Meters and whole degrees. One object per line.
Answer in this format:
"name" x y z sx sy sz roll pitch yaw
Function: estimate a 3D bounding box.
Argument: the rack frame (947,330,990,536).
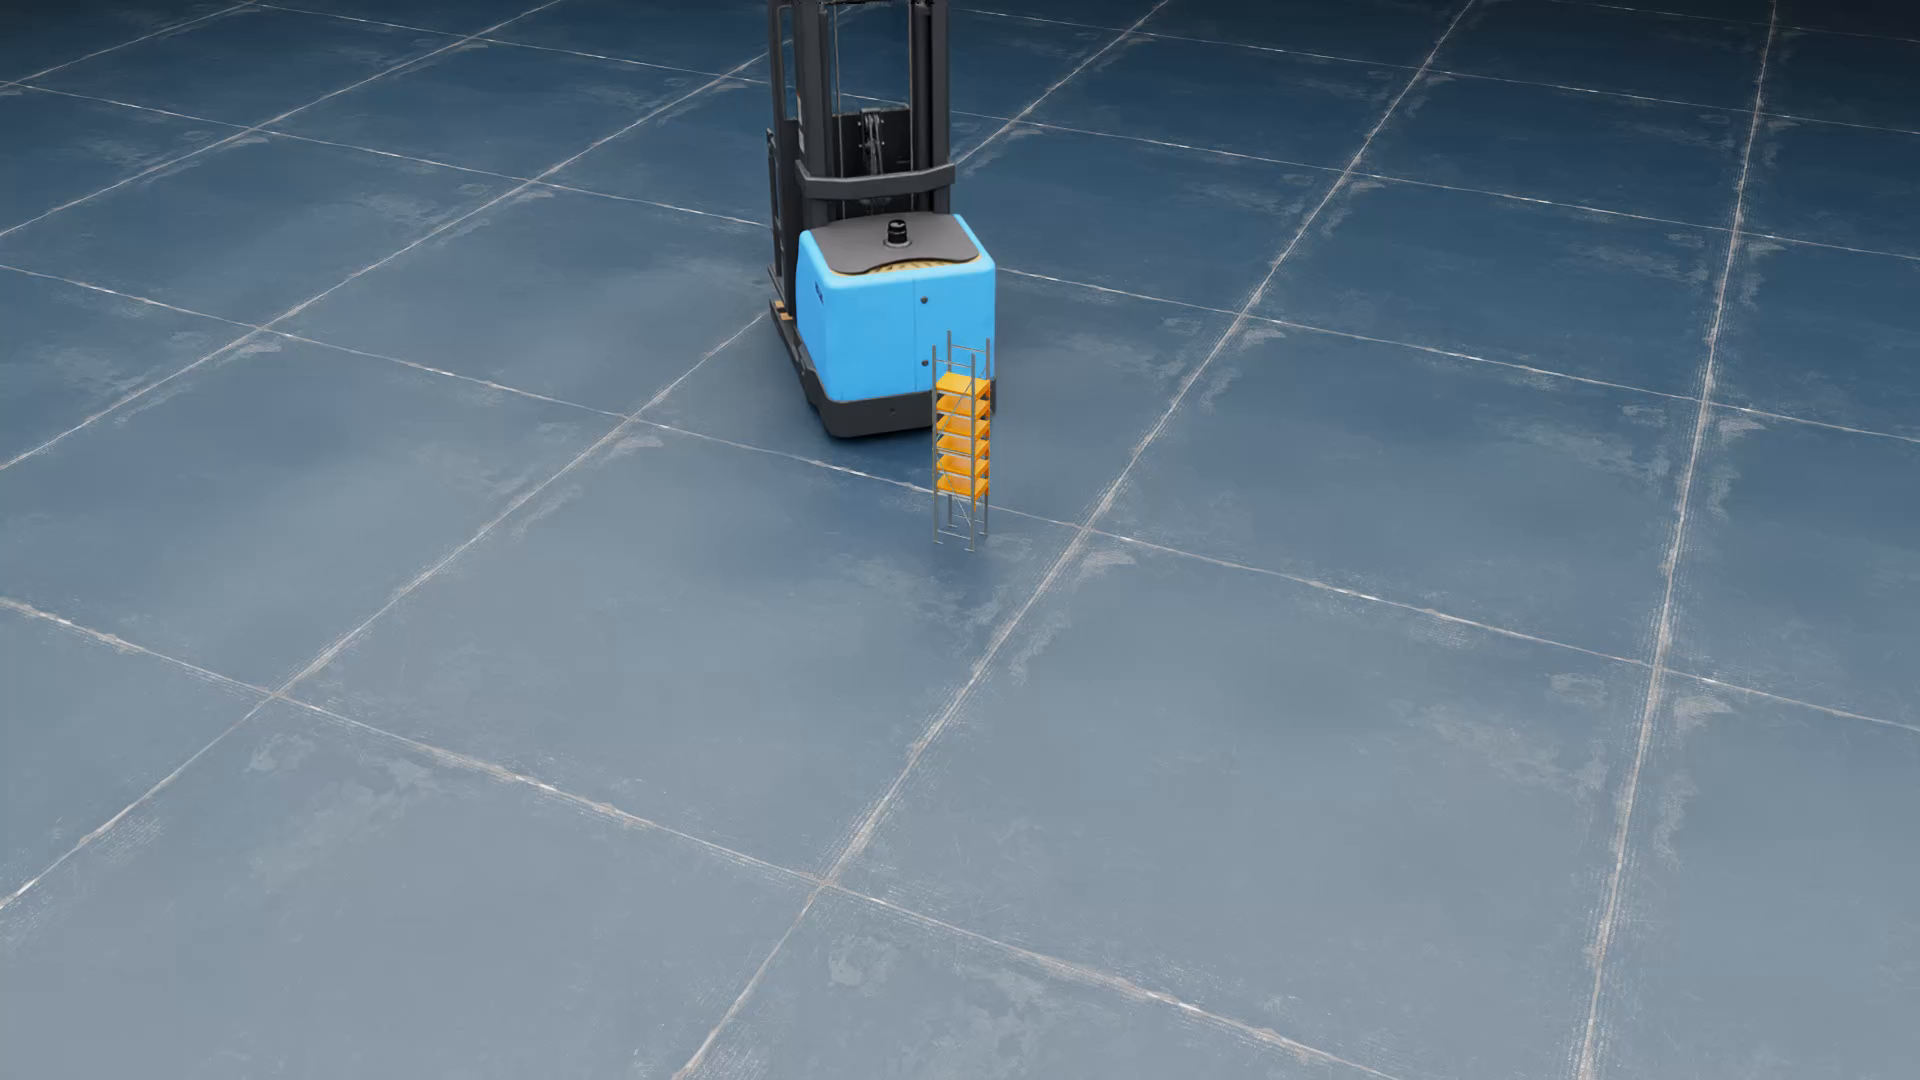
"rack frame" 0.044 -0.555 8.870 0.240 1.200 0.006 14 36 20

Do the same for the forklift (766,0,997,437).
"forklift" -0.667 -2.640 10.471 1.130 2.935 3.031 -9 34 -13

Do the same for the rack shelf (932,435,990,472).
"rack shelf" 0.006 -0.472 8.825 0.258 0.103 0.180 14 36 20

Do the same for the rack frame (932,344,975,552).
"rack frame" -0.032 -0.463 8.731 0.240 1.200 0.006 14 36 20

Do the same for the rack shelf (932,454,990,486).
"rack shelf" 0.006 -0.371 8.891 0.258 0.103 0.180 14 36 20

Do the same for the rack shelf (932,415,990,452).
"rack shelf" 0.006 -0.572 8.759 0.258 0.103 0.180 14 36 20

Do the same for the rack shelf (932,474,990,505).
"rack shelf" 0.006 -0.271 8.956 0.258 0.103 0.180 14 36 20

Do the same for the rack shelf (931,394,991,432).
"rack shelf" 0.006 -0.673 8.693 0.258 0.103 0.180 14 36 20

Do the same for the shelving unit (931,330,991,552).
"shelving unit" 0.006 -0.509 8.800 0.258 1.200 0.189 14 36 20

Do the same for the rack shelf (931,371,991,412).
"rack shelf" 0.006 -0.773 8.627 0.258 0.103 0.180 14 36 20
